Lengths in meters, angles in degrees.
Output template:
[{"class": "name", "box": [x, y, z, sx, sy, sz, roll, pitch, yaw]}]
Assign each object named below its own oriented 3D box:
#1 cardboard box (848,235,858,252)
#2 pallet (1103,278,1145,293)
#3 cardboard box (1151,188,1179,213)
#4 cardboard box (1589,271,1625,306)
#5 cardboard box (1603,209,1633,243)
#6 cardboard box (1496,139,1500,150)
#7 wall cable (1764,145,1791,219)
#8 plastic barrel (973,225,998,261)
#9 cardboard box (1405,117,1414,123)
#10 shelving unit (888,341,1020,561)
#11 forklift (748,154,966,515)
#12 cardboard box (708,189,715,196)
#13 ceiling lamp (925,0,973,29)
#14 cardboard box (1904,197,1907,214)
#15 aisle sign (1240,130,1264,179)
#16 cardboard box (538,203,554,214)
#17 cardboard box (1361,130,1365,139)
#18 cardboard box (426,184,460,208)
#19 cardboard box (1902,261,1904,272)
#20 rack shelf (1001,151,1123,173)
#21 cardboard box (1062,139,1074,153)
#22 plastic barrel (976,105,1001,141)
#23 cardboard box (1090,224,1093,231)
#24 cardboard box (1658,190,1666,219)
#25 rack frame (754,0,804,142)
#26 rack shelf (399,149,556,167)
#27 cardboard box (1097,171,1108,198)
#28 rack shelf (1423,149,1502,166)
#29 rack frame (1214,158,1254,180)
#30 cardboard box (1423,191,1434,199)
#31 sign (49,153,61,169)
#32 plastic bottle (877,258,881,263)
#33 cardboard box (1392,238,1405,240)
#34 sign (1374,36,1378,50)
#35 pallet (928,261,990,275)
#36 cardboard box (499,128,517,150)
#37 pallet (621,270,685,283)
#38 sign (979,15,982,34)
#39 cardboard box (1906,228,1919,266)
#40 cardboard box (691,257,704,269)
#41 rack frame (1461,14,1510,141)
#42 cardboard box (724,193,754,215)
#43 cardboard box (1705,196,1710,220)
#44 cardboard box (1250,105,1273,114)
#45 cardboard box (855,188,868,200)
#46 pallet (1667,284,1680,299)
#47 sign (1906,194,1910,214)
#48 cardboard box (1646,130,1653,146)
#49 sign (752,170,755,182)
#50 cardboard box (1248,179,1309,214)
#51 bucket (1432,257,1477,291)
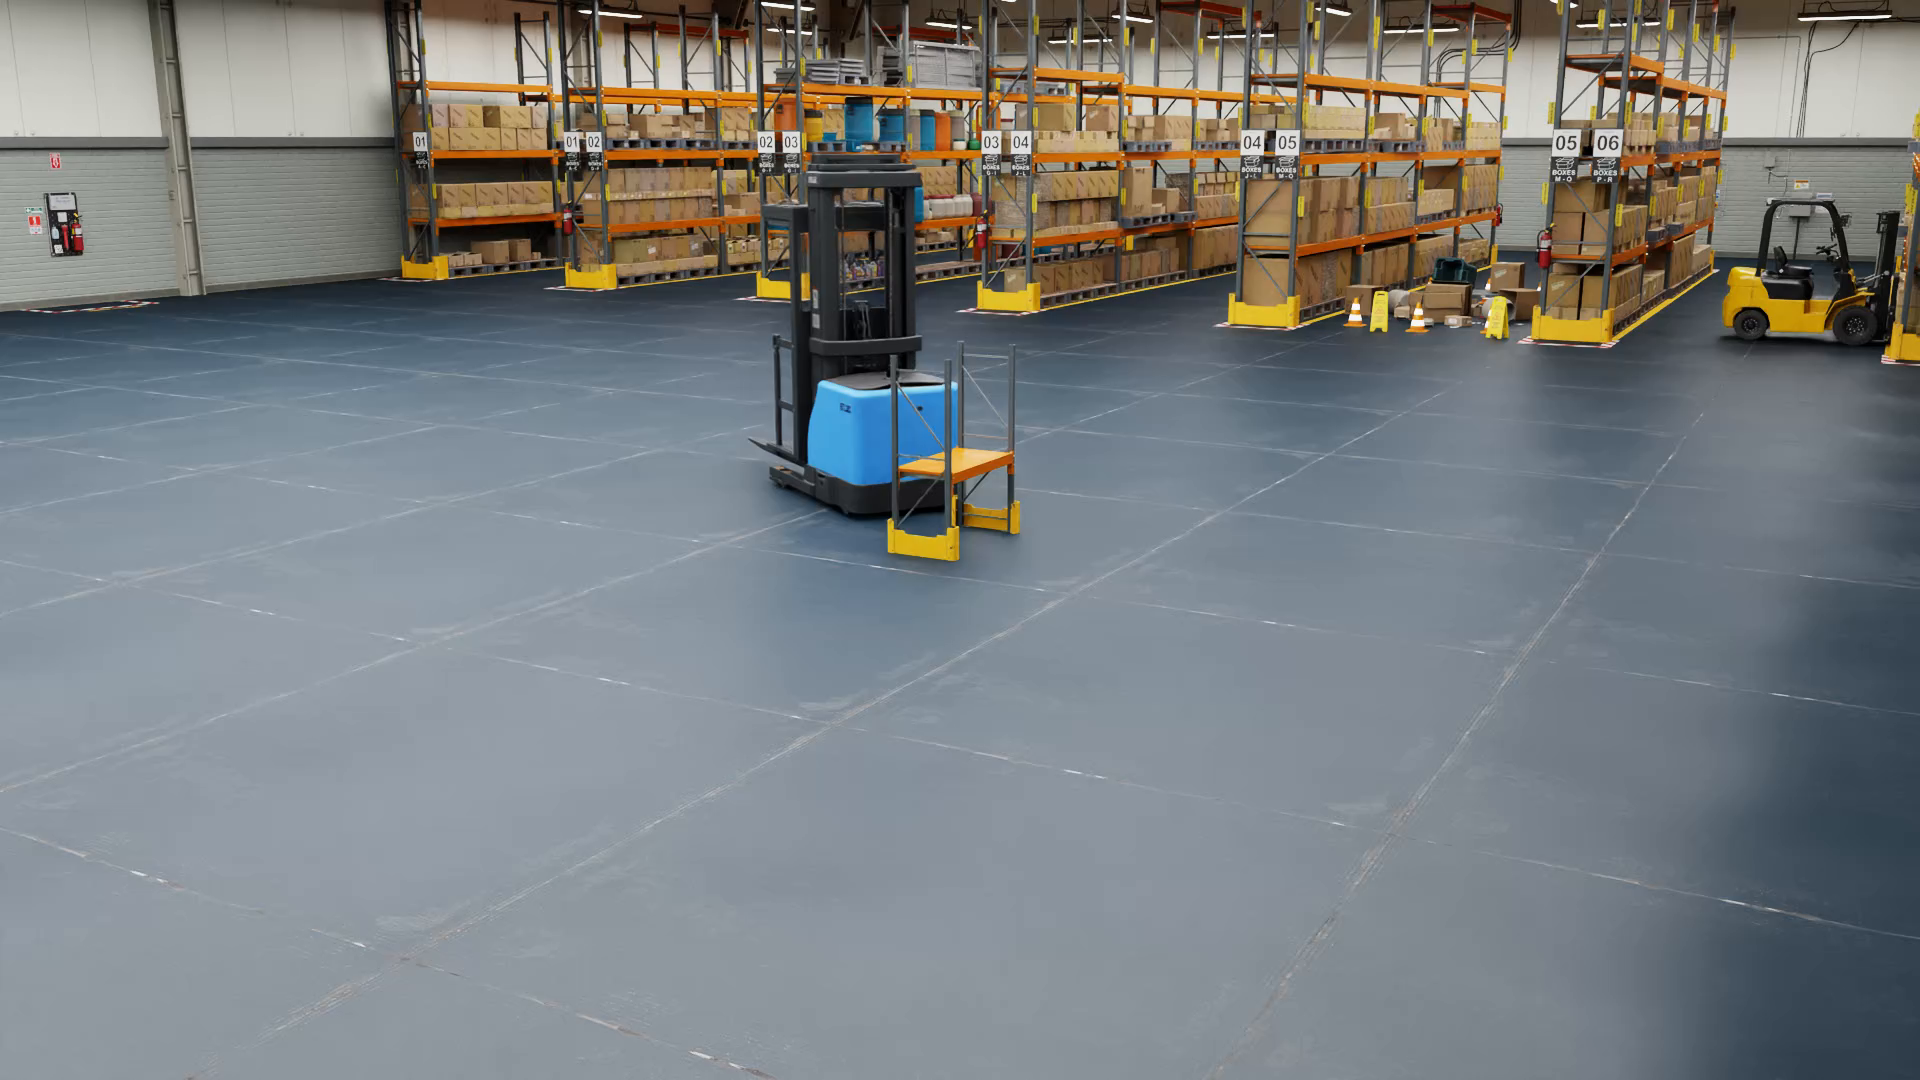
[{"class": "cardboard box", "box": [-2.977, -7.738, 43.126, 0.500, 0.500, 0.500, 7, 15, 27]}, {"class": "pallet", "box": [3.169, -5.329, 34.686, 1.003, 0.211, 1.213, 7, 15, 28]}, {"class": "cardboard box", "box": [4.320, -7.357, 36.039, 0.700, 0.500, 0.500, 10, 17, 36]}, {"class": "cardboard box", "box": [10.428, -4.060, 26.844, 0.500, 0.500, 0.500, 7, 15, 26]}, {"class": "cardboard box", "box": [10.500, -5.051, 26.738, 0.500, 0.500, 0.500, 7, 15, 27]}, {"class": "cardboard box", "box": [12.900, -9.666, 40.646, 0.500, 0.250, 0.500, 7, 15, 27]}, {"class": "wall cable", "box": [21.223, -9.359, 43.285, 0.588, 1.984, 0.122, 7, 15, 28]}, {"class": "plastic barrel", "box": [0.614, -7.158, 40.058, 0.600, 0.830, 0.708, 7, 15, 28]}, {"class": "cardboard box", "box": [9.593, -9.020, 35.801, 0.396, 0.266, 0.258, 7, 15, 28]}, {"class": "shelving unit", "box": [-0.037, -0.713, 12.793, 0.587, 1.500, 1.083, 7, 15, 28]}, {"class": "forklift", "box": [-1.074, -1.929, 14.783, 1.130, 2.935, 3.031, -7, 15, -27]}, {"class": "cardboard box", "box": [-5.820, -7.931, 37.935, 0.380, 0.149, 0.250, 7, 15, 28]}, {"class": "ceiling lamp", "box": [-0.048, -14.565, 41.793, 0.800, 3.185, 2.000, 7, 15, 28]}, {"class": "cardboard box", "box": [19.254, -6.660, 33.150, 0.700, 0.500, 0.500, 8, 16, 29]}, {"class": "aisle sign", "box": [4.857, -6.404, 27.651, 0.394, 0.787, 0.004, 7, 15, 28]}, {"class": "cardboard box", "box": [-10.178, -8.013, 40.150, 0.500, 0.250, 0.500, 7, 15, 28]}, {"class": "cardboard box", "box": [7.191, -7.420, 30.436, 0.380, 0.149, 0.250, 7, 15, 28]}, {"class": "cardboard box", "box": [-11.654, -7.753, 37.468, 0.500, 0.500, 0.500, 7, 15, 28]}, {"class": "cardboard box", "box": [19.253, -5.397, 33.455, 0.500, 0.500, 0.500, 8, 16, 30]}, {"class": "rack shelf", "box": [1.827, -7.223, 31.727, 1.077, 0.370, 4.000, 7, 15, 28]}, {"class": "cardboard box", "box": [1.807, -7.366, 31.108, 0.500, 0.250, 0.500, 7, 15, 28]}, {"class": "plastic barrel", "box": [0.669, -9.894, 39.459, 0.600, 0.830, 0.708, 7, 15, 28]}, {"class": "cardboard box", "box": [2.385, -6.130, 32.596, 0.380, 0.149, 0.250, 7, 15, 28]}, {"class": "cardboard box", "box": [12.440, -6.065, 30.048, 0.500, 0.500, 0.500, 7, 15, 28]}, {"class": "rack frame", "box": [-3.475, -9.181, 31.917, 1.000, 3.000, 0.127, 7, 15, 28]}, {"class": "rack shelf", "box": [-11.181, -8.906, 38.711, 1.077, 0.370, 4.000, 7, 15, 28]}, {"class": "cardboard box", "box": [2.577, -6.977, 32.594, 0.500, 0.500, 0.500, 7, 15, 28]}, {"class": "rack shelf", "box": [11.921, -9.102, 39.522, 1.077, 0.370, 4.000, 7, 15, 28]}, {"class": "rack frame", "box": [6.662, -8.166, 40.504, 1.000, 3.000, 0.127, 7, 15, 28]}, {"class": "cardboard box", "box": [10.048, -7.476, 36.015, 0.380, 0.149, 0.250, 8, 16, 30]}, {"class": "sign", "box": [-16.786, -7.032, 30.855, 0.001, 0.298, 0.199, 7, 15, 28]}, {"class": "plastic bottle", "box": [-1.727, -5.863, 35.667, 0.144, 0.351, 0.185, 7, 15, 28]}, {"class": "cardboard box", "box": [9.357, -6.391, 35.979, 0.500, 0.250, 0.500, 8, 16, 29]}, {"class": "sign", "box": [8.541, -10.231, 34.108, 0.100, 0.325, 0.005, 7, 15, 28]}, {"class": "pallet", "box": [-0.016, -6.396, 39.114, 1.003, 0.211, 1.213, 7, 15, 28]}, {"class": "cardboard box", "box": [-10.732, -9.373, 38.855, 0.500, 0.500, 0.500, 7, 15, 26]}, {"class": "pallet", "box": [-6.886, -5.882, 36.983, 1.003, 0.211, 1.213, 7, 15, 28]}, {"class": "sign", "box": [0.384, -9.218, 29.739, 0.100, 0.325, 0.005, 7, 15, 28]}, {"class": "cardboard box", "box": [13.891, -4.199, 23.836, 0.500, 0.500, 0.500, 7, 15, 27]}, {"class": "cardboard box", "box": [-6.159, -6.294, 37.710, 0.500, 0.250, 0.500, 7, 15, 28]}, {"class": "rack frame", "box": [12.888, -11.320, 40.788, 1.000, 3.000, 0.127, 7, 15, 28]}, {"class": "cardboard box", "box": [-5.236, -7.960, 39.438, 0.500, 0.500, 0.500, 9, 16, 32]}, {"class": "cardboard box", "box": [16.535, -7.468, 37.397, 0.500, 0.500, 0.500, 8, 16, 30]}, {"class": "cardboard box", "box": [5.019, -7.205, 27.845, 0.380, 0.149, 0.250, 8, 15, 29]}, {"class": "cardboard box", "box": [-2.809, -9.172, 43.570, 0.700, 0.500, 0.500, 3, 14, 14]}, {"class": "pallet", "box": [13.850, -5.020, 33.405, 1.003, 0.211, 1.213, 7, 15, 28]}, {"class": "sign", "box": [15.337, -5.424, 26.830, 0.100, 0.325, 0.005, 7, 15, 28]}, {"class": "cardboard box", "box": [11.248, -6.707, 27.738, 0.500, 0.250, 0.500, 7, 15, 27]}, {"class": "sign", "box": [-5.867, -10.314, 47.115, 0.100, 0.325, 0.005, 7, 15, 28]}, {"class": "cardboard box", "box": [5.367, -5.791, 28.029, 0.875, 0.550, 0.550, 7, 15, 28]}, {"class": "bucket", "box": [9.040, -4.800, 30.286, 0.620, 0.611, 0.726, 1, 9, -42]}]
